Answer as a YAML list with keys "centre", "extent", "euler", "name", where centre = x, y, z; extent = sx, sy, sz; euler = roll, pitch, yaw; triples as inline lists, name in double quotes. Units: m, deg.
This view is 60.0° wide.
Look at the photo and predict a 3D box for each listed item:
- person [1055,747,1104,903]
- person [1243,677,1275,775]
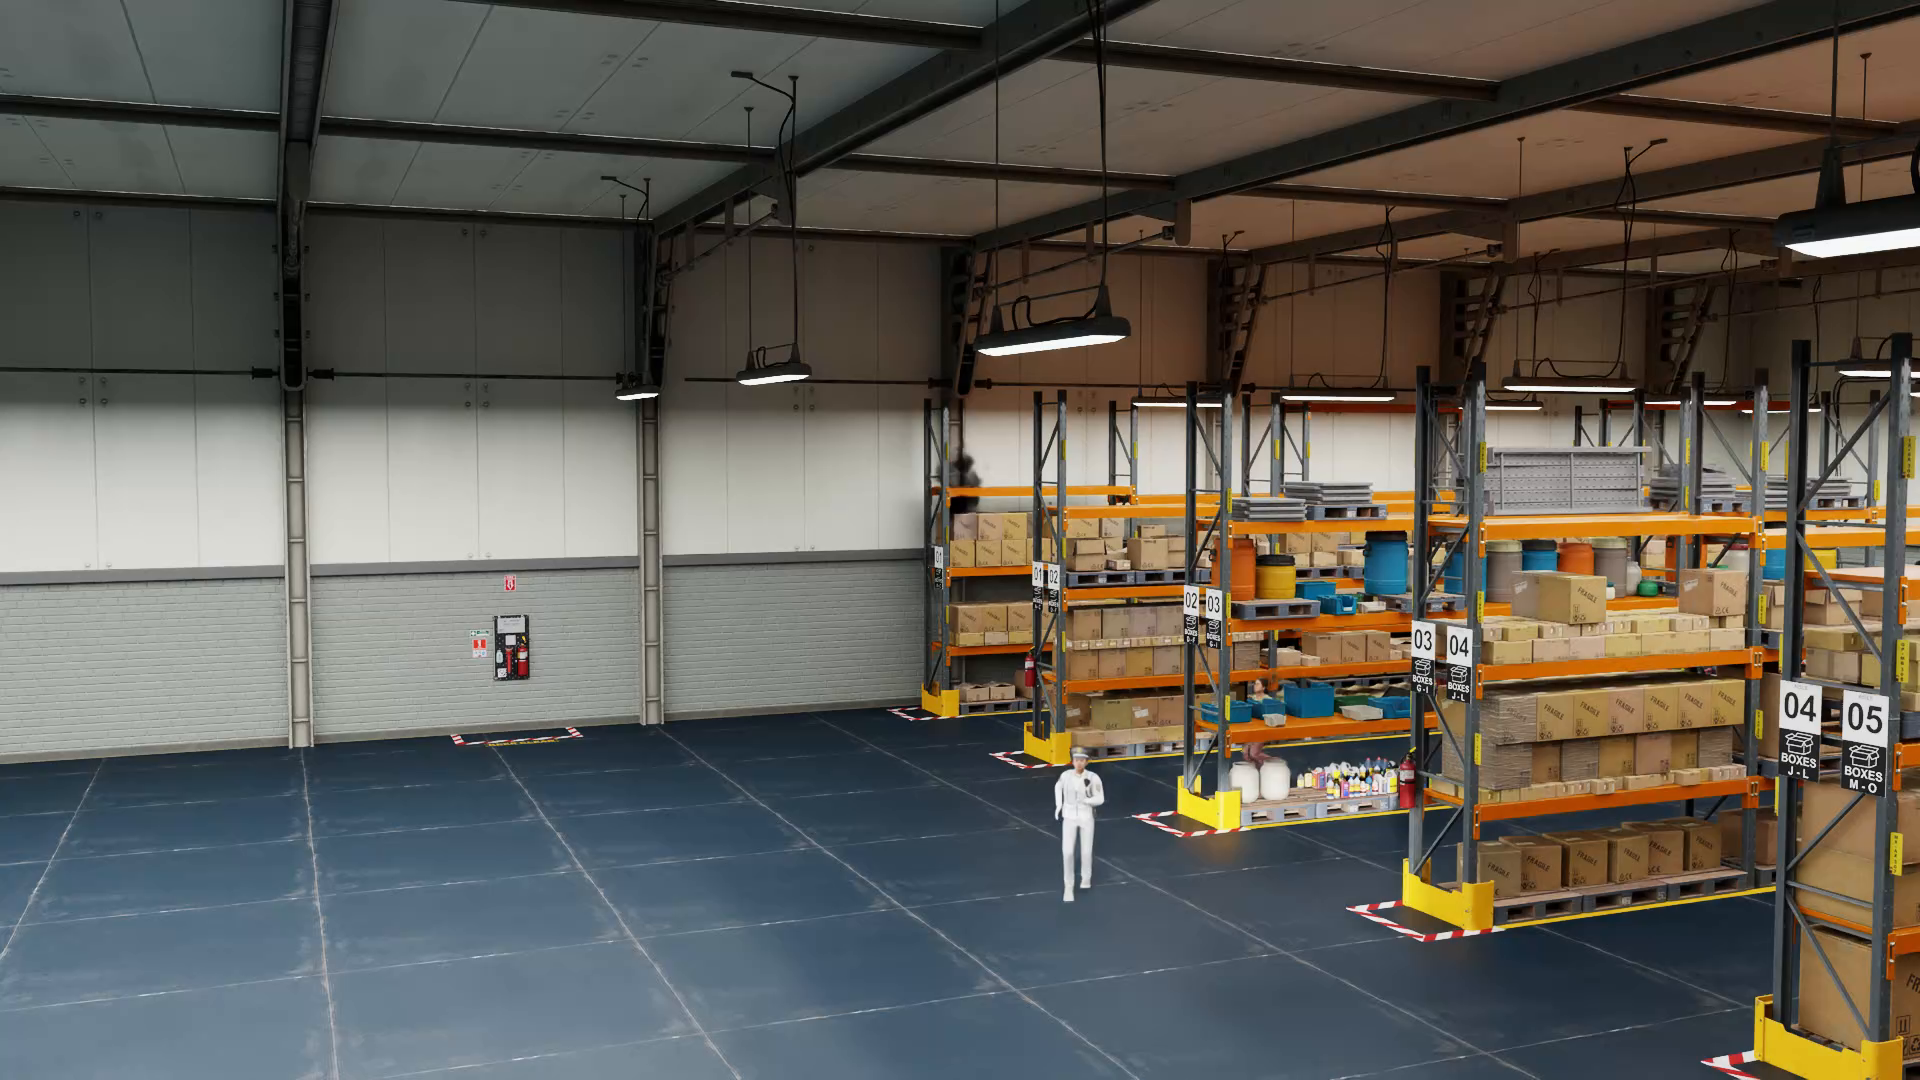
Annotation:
- centre: [1.350, 3.216, 18.878]
  extent: [0.583, 1.741, 0.745]
  euler: [1, 3, 9]
  name: "person"
- centre: [4.533, 2.874, 25.077]
  extent: [0.569, 1.619, 0.578]
  euler: [-2, 4, -26]
  name: "person"
